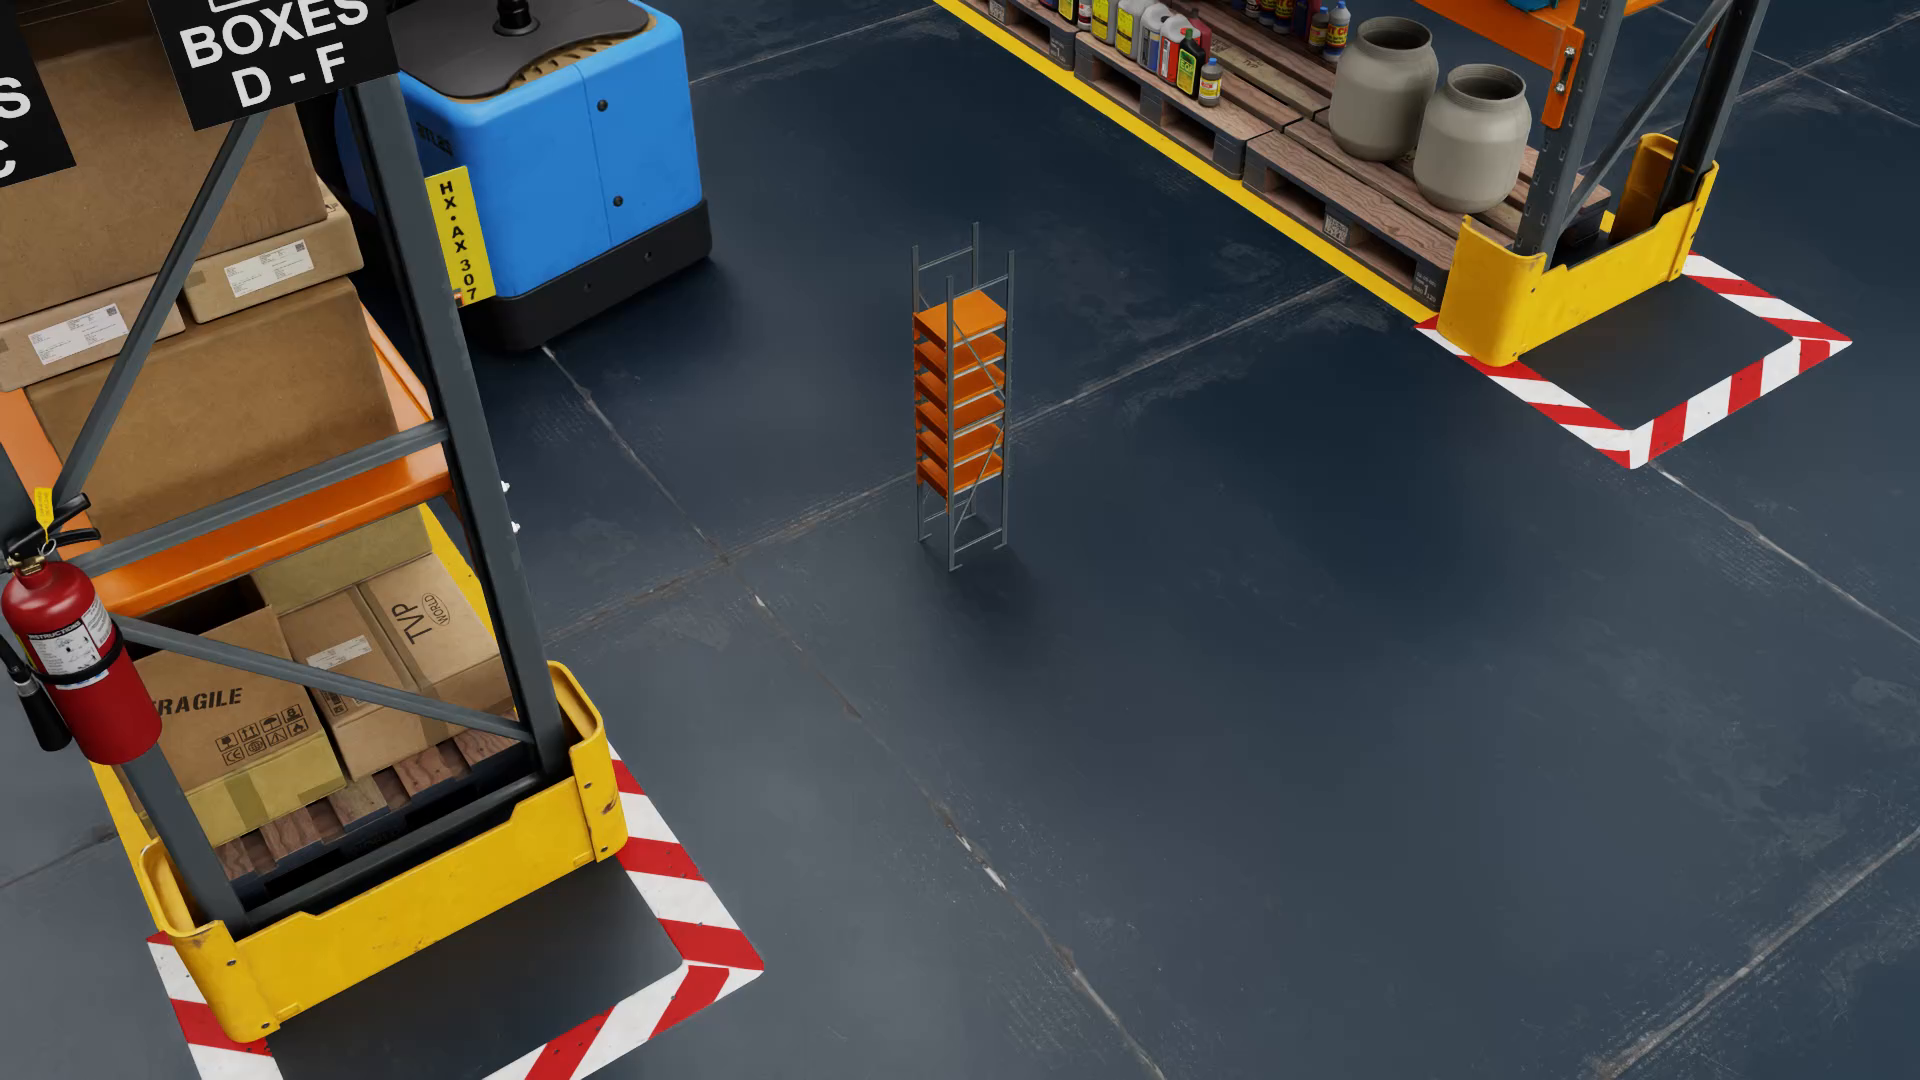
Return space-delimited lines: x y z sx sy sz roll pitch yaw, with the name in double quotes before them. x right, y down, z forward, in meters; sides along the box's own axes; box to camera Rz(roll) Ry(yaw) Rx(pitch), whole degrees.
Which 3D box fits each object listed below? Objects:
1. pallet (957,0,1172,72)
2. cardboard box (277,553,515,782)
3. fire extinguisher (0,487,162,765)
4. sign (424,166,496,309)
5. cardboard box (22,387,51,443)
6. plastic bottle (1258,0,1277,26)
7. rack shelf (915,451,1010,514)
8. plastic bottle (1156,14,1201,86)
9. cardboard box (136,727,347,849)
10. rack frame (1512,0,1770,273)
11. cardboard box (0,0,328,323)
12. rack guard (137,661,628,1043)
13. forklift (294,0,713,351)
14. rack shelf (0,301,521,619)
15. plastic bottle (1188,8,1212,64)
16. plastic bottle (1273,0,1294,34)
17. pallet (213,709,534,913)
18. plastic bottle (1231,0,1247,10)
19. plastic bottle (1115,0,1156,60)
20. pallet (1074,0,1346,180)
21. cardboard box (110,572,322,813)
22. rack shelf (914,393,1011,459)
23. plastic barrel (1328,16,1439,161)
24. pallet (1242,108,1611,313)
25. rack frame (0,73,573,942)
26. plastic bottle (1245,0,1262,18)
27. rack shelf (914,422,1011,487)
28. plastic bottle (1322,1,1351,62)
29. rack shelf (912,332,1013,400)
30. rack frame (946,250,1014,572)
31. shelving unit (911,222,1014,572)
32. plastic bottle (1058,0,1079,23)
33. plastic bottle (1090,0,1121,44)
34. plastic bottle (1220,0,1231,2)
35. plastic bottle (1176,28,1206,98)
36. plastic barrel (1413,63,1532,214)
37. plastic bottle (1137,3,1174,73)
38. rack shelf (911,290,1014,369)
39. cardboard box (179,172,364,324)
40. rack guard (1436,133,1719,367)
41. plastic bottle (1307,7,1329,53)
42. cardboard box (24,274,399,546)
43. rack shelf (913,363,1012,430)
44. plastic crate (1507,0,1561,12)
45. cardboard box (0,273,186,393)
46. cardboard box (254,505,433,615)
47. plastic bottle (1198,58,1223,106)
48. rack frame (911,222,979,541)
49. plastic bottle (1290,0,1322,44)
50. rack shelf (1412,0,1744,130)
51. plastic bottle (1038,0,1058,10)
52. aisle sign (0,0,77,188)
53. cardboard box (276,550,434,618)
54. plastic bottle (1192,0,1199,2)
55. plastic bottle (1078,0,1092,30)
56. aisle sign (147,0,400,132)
"pallet" 0.594 -2.902 8.637 1.003 0.211 1.213 -26 49 -24
"cardboard box" -1.657 0.363 4.884 0.500 0.250 0.500 -26 49 -24
"fire extinguisher" -1.846 0.191 3.434 0.296 0.674 0.183 -26 49 -24
"sign" -1.074 -0.645 3.570 0.100 0.325 0.005 -26 49 -24
"cardboard box" -2.094 -0.689 4.227 0.700 0.500 0.500 -24 49 -23
"plastic bottle" 1.497 -2.615 7.975 0.097 0.271 0.097 0 44 0
"rack shelf" 0.008 -0.220 5.524 0.258 0.103 0.180 -26 49 -24
"plastic bottle" 1.000 -2.237 7.575 0.152 0.276 0.135 -25 49 -24
"cardboard box" -2.082 0.568 4.670 0.500 0.250 0.500 -26 49 -24
"rack frame" 2.532 -2.042 5.717 1.000 3.000 0.127 -26 49 -24
"cardboard box" -1.820 -0.893 3.501 0.700 0.500 0.500 -26 49 -24
"rack guard" -1.519 0.830 4.519 1.175 0.500 0.348 -26 49 -24
"forklift" -2.445 -2.689 6.444 3.031 2.935 1.130 33 53 30
"rack shelf" -2.677 -0.960 5.105 1.077 0.370 4.000 -26 49 -24
"plastic bottle" 1.087 -2.282 7.617 0.061 0.283 0.133 -26 49 -24
"plastic bottle" 1.555 -2.559 7.915 0.097 0.271 0.097 0 44 0
"pallet" -2.005 0.504 5.069 1.003 0.211 1.213 -26 49 -24
"plastic bottle" 1.381 -2.730 8.095 0.097 0.271 0.097 0 44 0
"plastic bottle" 0.823 -2.435 7.728 0.144 0.351 0.185 -24 49 -23
"pallet" 1.296 -2.211 7.913 1.003 0.211 1.213 -26 49 -24
"cardboard box" -2.084 0.297 4.410 0.500 0.500 0.500 -26 49 -24
"rack shelf" 0.008 -0.394 5.358 0.258 0.103 0.180 -26 49 -24
"plastic barrel" 1.806 -1.921 7.087 0.421 0.512 0.421 0 44 0
"pallet" 1.990 -1.520 7.190 1.003 0.211 1.213 -26 49 -24
"rack frame" -1.533 -0.088 3.670 1.000 3.000 0.127 -26 49 -24
"plastic bottle" 1.441 -2.646 8.058 0.097 0.201 0.097 0 44 0
"rack shelf" 0.008 -0.307 5.441 0.258 0.103 0.180 -26 49 -24
"plastic bottle" 1.751 -2.365 7.712 0.097 0.271 0.097 0 44 0
"rack shelf" 0.008 -0.567 5.192 0.258 0.103 0.180 -26 49 -24
"rack frame" 0.061 -0.374 5.273 0.240 1.200 0.006 -26 49 -24
"shelving unit" 0.008 -0.426 5.327 0.258 1.200 0.189 -26 49 -24
"plastic bottle" 0.534 -2.646 7.998 0.061 0.283 0.133 -24 48 -23
"plastic bottle" 0.716 -2.540 7.838 0.144 0.351 0.185 -26 49 -25
"plastic bottle" 1.323 -2.763 8.179 0.097 0.201 0.097 0 44 0
"plastic bottle" 1.040 -2.145 7.473 0.061 0.283 0.133 -25 49 -24
"plastic barrel" 2.093 -1.637 6.790 0.421 0.512 0.421 0 44 0
"plastic bottle" 0.921 -2.315 7.657 0.152 0.276 0.135 -27 50 -25
"rack shelf" 0.008 -0.654 5.109 0.258 0.103 0.180 -26 49 -24
"cardboard box" -1.581 -0.666 3.733 0.380 0.149 0.250 -26 49 -25
"rack guard" 2.450 -1.163 6.606 1.175 0.500 0.348 -26 49 -24
"plastic bottle" 1.691 -2.398 7.797 0.097 0.201 0.097 0 44 0
"cardboard box" -1.789 -0.393 3.917 0.700 0.500 0.500 -26 49 -24
"rack shelf" 0.008 -0.480 5.275 0.258 0.103 0.180 -26 49 -24
"plastic crate" 2.000 -2.154 5.942 0.499 0.251 0.616 -26 49 -24
"cardboard box" -1.908 -0.500 3.559 0.380 0.149 0.250 -27 50 -25
"cardboard box" -1.945 -0.190 4.921 0.500 0.500 0.500 -26 49 -24
"plastic bottle" 1.122 -2.056 7.440 0.097 0.201 0.097 0 44 0
"rack frame" -0.044 -0.478 5.381 0.240 1.200 0.006 -26 49 -24
"plastic bottle" 1.636 -2.504 7.850 0.061 0.283 0.133 -25 49 -24
"rack shelf" 1.388 -2.915 7.152 1.077 0.370 4.000 -26 49 -24
"plastic bottle" 0.473 -2.781 8.090 0.144 0.351 0.185 -28 50 -26
"aisle sign" -1.736 -0.875 2.611 0.394 0.787 0.004 -26 49 -24
"cardboard box" -1.946 0.082 5.179 0.500 0.250 0.500 -26 49 -24
"plastic bottle" 1.146 -2.806 8.166 0.061 0.283 0.133 -26 49 -24
"plastic bottle" 0.616 -2.557 7.964 0.097 0.201 0.097 0 44 0
"aisle sign" -1.244 -1.112 2.860 0.394 0.787 0.004 -26 49 -24
